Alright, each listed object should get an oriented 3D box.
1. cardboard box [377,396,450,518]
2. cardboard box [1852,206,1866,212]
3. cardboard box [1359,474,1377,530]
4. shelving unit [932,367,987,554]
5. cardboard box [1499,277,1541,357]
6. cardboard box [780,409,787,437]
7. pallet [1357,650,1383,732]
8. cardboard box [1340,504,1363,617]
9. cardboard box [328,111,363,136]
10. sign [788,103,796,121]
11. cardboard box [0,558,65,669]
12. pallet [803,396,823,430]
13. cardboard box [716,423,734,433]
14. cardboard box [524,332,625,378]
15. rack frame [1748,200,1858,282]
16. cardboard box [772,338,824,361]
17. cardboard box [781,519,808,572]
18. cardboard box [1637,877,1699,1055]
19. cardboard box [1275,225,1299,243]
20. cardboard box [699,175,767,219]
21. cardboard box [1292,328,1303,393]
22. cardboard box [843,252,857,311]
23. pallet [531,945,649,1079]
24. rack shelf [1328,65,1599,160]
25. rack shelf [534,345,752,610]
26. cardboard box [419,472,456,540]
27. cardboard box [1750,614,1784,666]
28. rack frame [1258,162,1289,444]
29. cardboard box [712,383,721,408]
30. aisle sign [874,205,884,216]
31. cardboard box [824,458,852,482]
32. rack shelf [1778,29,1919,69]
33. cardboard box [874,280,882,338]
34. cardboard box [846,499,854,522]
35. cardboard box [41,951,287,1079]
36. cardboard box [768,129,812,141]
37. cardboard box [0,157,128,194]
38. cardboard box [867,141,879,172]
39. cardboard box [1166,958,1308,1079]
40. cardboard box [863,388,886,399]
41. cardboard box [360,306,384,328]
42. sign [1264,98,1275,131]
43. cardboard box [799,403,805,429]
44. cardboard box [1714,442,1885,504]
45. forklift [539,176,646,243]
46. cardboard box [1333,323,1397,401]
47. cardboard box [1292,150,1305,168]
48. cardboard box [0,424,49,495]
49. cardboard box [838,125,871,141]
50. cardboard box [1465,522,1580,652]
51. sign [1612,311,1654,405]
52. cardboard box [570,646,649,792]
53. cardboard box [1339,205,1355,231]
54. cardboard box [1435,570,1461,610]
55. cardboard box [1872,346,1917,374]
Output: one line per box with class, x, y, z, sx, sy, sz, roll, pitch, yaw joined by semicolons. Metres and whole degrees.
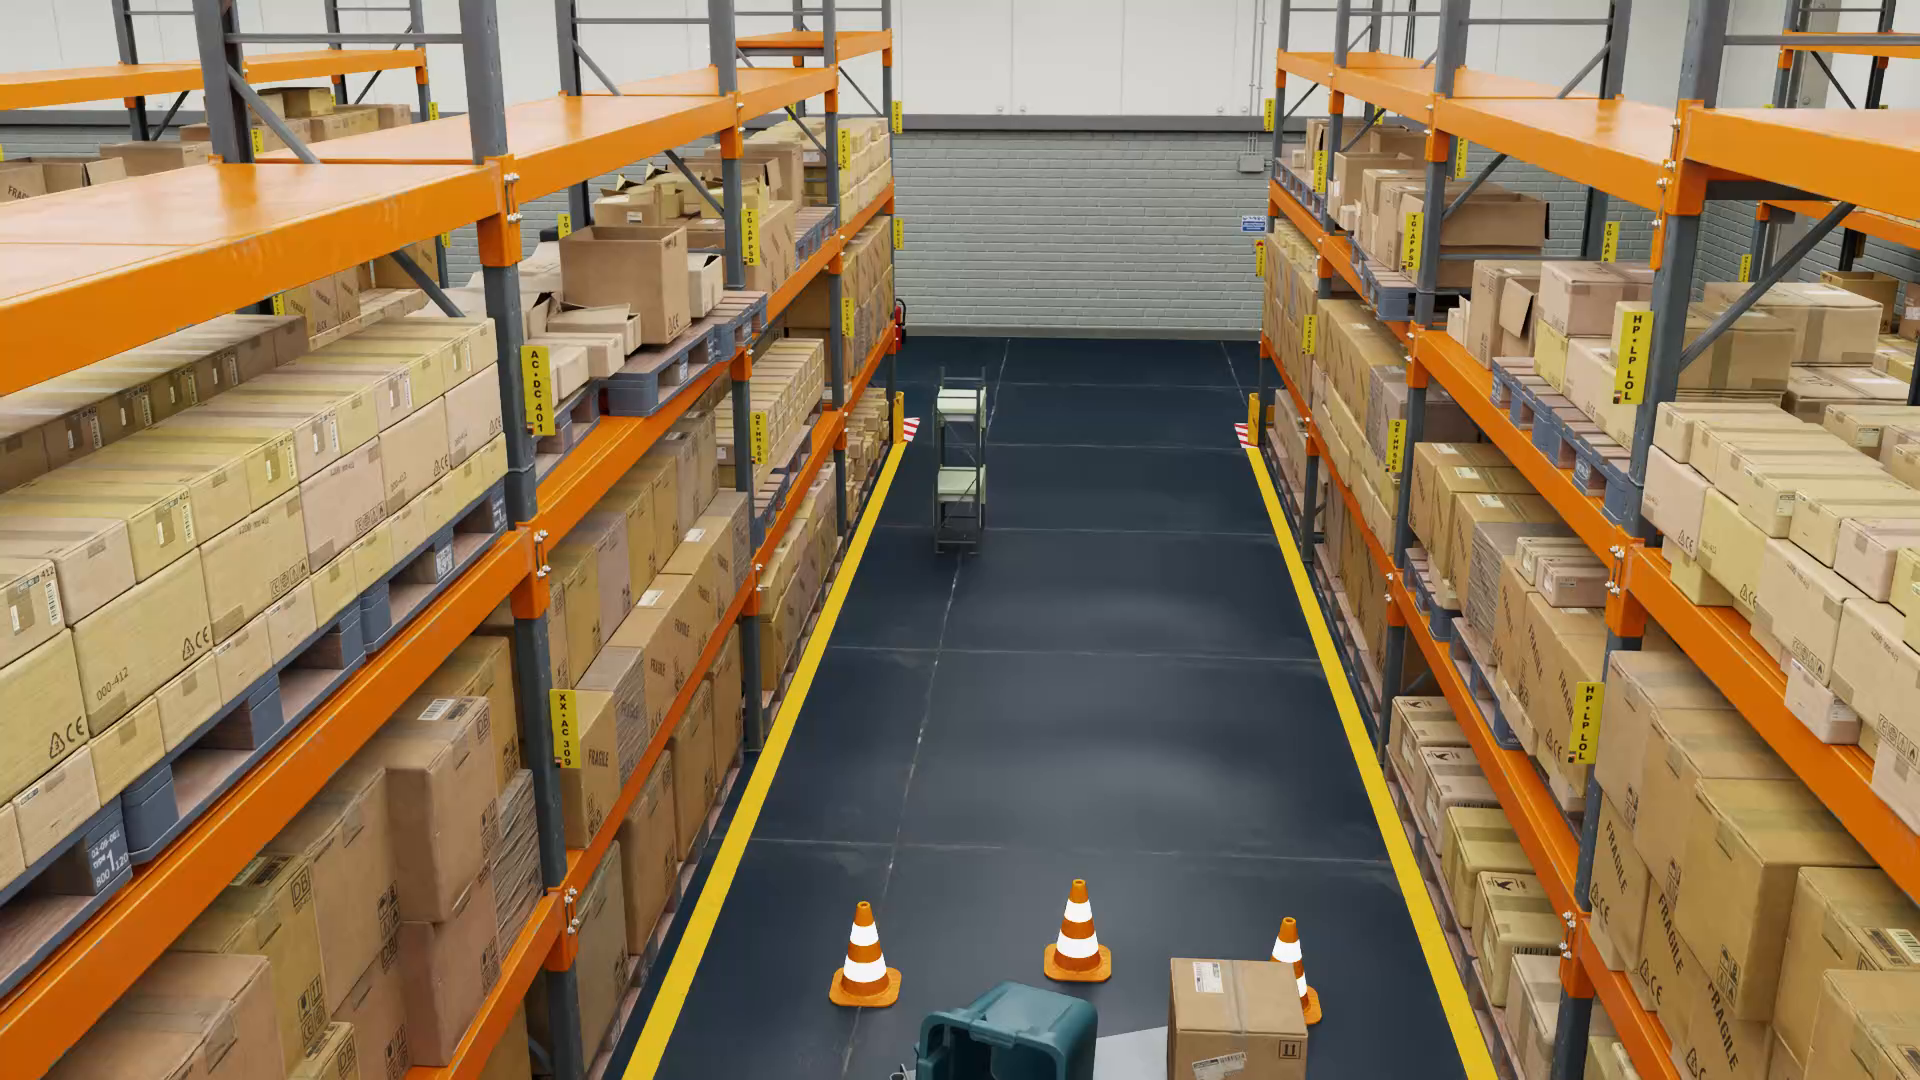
cardboard box;-1.883;-0.264;5.024;0.500;0.250;0.500;1;18;4
cardboard box;8.215;-3.037;14.959;0.380;0.149;0.250;2;18;5
cardboard box;2.963;-0.251;11.114;0.500;0.250;0.500;2;18;5
shelving unit;0.000;-0.711;14.683;0.431;1.500;0.755;1;18;4
cardboard box;3.084;-1.001;8.177;0.797;0.503;0.637;1;18;4
cardboard box;-1.454;-0.847;11.942;0.380;0.149;0.250;1;18;3
pallet;3.296;1.081;11.284;1.003;0.211;1.213;1;18;4
cardboard box;3.430;0.042;12.715;0.875;0.875;0.875;2;18;6
cardboard box;-6.280;-3.930;16.287;0.700;0.500;0.500;0;18;0
sign;-1.748;-4.417;17.366;0.100;0.325;0.005;1;18;4
cardboard box;-1.956;0.140;3.148;0.380;0.149;0.250;1;18;4
pallet;-1.693;-0.997;13.456;1.003;0.211;1.213;1;18;4
cardboard box;-1.537;-0.665;10.910;0.380;0.149;0.250;1;18;2
cardboard box;-1.707;-0.820;7.360;0.380;0.149;0.250;1;18;4
rack frame;8.689;-2.376;17.356;1.000;3.000;0.127;1;18;4
cardboard box;-1.327;-1.556;13.628;0.380;0.149;0.250;2;18;6
cardboard box;-1.405;0.032;12.142;0.500;0.250;0.500;1;18;4
cardboard box;2.555;1.340;5.379;0.500;0.500;0.500;1;18;4
cardboard box;3.356;-3.051;16.609;0.380;0.149;0.250;2;18;6
cardboard box;-1.439;-2.196;10.601;0.396;0.266;0.258;1;18;4
cardboard box;3.261;-1.600;14.829;0.500;0.500;0.500;1;18;3
cardboard box;-1.196;-2.282;14.827;0.500;0.500;0.500;1;18;2
pallet;-2.087;2.246;7.729;1.003;0.211;1.213;1;18;4
rack shelf;3.308;-2.941;11.244;1.077;0.370;4.000;1;18;4
rack shelf;-1.923;-0.542;8.099;1.077;0.370;4.000;1;18;4
cardboard box;-1.809;-0.112;5.198;0.380;0.149;0.250;2;18;5
cardboard box;2.571;0.263;4.889;0.380;0.149;0.250;2;18;6
rack frame;3.738;-2.485;17.691;1.000;3.000;0.127;1;18;4
cardboard box;-2.050;-1.106;12.733;0.380;0.149;0.250;2;18;6
aisle sign;-0.902;-3.816;17.576;0.394;0.787;0.004;1;18;4
cardboard box;-1.183;-0.636;14.996;0.380;0.149;0.250;2;18;7
rack shelf;8.546;-4.262;14.639;1.077;0.370;4.000;1;18;4
cardboard box;-1.051;-2.291;16.458;0.500;0.500;0.500;1;18;4
cardboard box;-1.147;-0.273;14.843;0.380;0.149;0.250;0;18;2
cardboard box;-2.165;1.362;3.973;0.875;0.550;0.550;1;18;4
cardboard box;-1.598;-3.768;15.587;0.380;0.149;0.250;2;18;6
cardboard box;-6.595;-2.531;12.172;0.797;0.503;0.637;1;18;3
cardboard box;-1.061;-3.690;15.987;0.500;0.250;0.500;2;18;5
cardboard box;1.100;2.039;6.681;0.500;0.500;0.500;1;18;4
cardboard box;-0.992;-1.522;17.699;0.380;0.149;0.250;1;18;5
cardboard box;-6.023;-2.143;16.408;0.500;0.250;0.500;1;18;4
sign;3.185;-4.378;17.119;0.100;0.325;0.005;1;18;4
cardboard box;-1.395;-0.952;12.741;0.380;0.149;0.250;1;18;2
cardboard box;2.512;-0.190;4.990;0.380;0.149;0.250;1;18;2
forklift;-3.511;-2.123;16.696;3.031;2.935;1.130;3;18;8
cardboard box;3.086;-1.321;12.371;0.500;0.500;0.500;1;18;3
cardboard box;3.431;-3.706;16.166;0.380;0.149;0.250;2;18;6
cardboard box;-2.541;-0.192;4.161;0.380;0.149;0.250;1;18;4
cardboard box;-1.060;-3.920;16.049;0.380;0.149;0.250;1;18;3
cardboard box;2.796;0.228;8.098;0.500;0.500;0.500;1;18;2
sign;2.324;-0.628;5.742;0.100;0.325;0.005;1;18;4
cardboard box;-1.725;0.801;7.501;0.500;0.500;0.500;1;18;4
cardboard box;3.011;-2.372;12.228;0.380;0.166;0.250;0;18;0
cardboard box;2.796;0.272;9.005;0.380;0.149;0.250;1;18;4
cardboard box;8.217;-1.523;14.517;0.500;0.250;0.500;1;18;4
